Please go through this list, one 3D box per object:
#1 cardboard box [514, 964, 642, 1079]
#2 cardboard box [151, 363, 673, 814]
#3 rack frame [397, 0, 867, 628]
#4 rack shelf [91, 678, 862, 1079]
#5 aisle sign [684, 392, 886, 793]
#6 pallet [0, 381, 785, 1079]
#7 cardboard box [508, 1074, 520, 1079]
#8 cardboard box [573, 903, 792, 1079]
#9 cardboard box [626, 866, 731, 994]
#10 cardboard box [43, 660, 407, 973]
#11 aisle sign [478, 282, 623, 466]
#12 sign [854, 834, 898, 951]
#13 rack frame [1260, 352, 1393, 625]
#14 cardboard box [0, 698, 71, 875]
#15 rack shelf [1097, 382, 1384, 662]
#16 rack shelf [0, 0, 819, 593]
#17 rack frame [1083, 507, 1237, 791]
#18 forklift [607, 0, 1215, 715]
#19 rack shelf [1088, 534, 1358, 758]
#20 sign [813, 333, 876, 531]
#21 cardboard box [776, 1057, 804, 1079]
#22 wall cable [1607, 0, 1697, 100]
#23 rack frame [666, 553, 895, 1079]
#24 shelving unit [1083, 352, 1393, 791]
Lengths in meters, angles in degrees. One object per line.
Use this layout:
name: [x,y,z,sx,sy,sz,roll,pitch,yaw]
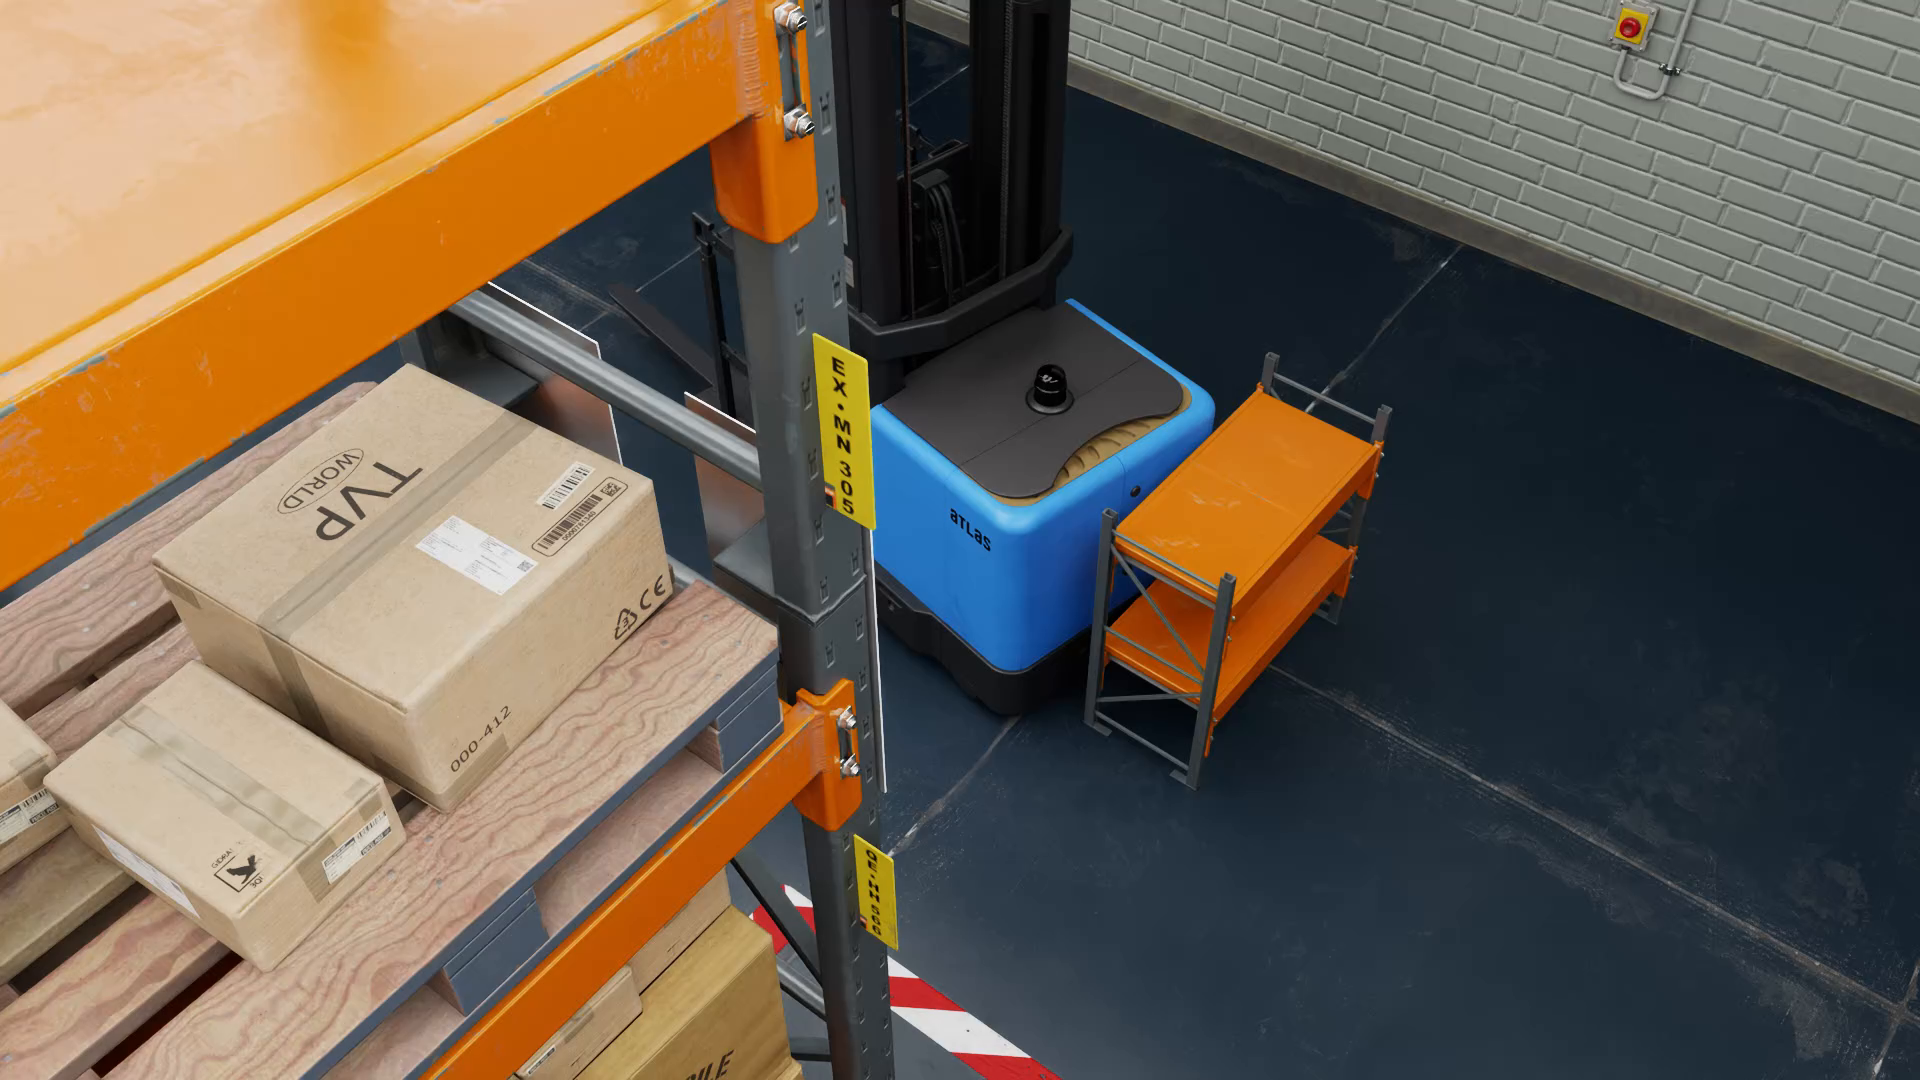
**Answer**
cardboard box: [-0.782,0.765,2.901,0.380,0.149,0.250,30,53,26]
cardboard box: [-0.789,0.052,2.460,0.500,0.250,0.500,25,51,22]
rack frame: [-0.585,-1.153,1.793,1.000,3.000,0.127,29,53,25]
rack shelf: [-1.808,1.276,2.045,1.077,0.370,4.000,29,53,25]
aisle sign: [-0.296,0.117,2.931,0.394,0.787,0.004,29,53,25]
pallet: [-1.030,0.342,2.500,1.003,0.211,1.213,29,53,25]
cardboard box: [-0.873,0.950,2.724,0.380,0.149,0.250,29,53,25]
cardboard box: [-0.691,0.920,3.201,0.500,0.500,0.500,31,54,26]
cardboard box: [-0.646,0.609,3.050,0.380,0.149,0.250,30,53,25]
cardboard box: [-0.982,0.362,2.234,0.380,0.149,0.250,25,51,22]
aisle sign: [-0.771,-0.149,3.184,0.394,0.787,0.004,29,53,25]
sign: [-0.164,0.685,3.221,0.100,0.325,0.005,29,53,25]
rack frame: [1.305,-0.172,6.301,0.500,1.125,0.032,30,53,26]
cardboard box: [-1.432,0.311,2.283,0.380,0.149,0.250,31,54,26]
rack shelf: [0.987,-0.087,5.815,0.538,0.278,1.000,30,53,26]
rack shelf: [-1.808,0.378,1.105,1.077,0.370,4.000,29,53,25]
rack frame: [0.670,0.402,5.753,0.500,1.125,0.032,30,53,26]
forklift: [-0.408,-1.358,6.185,1.130,2.935,3.031,-32,54,-27]
rack shelf: [0.987,0.284,6.204,0.538,0.278,1.000,30,53,26]
sign: [-0.164,-0.148,2.350,0.100,0.325,0.005,29,53,25]
cardboard box: [-0.671,1.277,3.551,0.500,0.500,0.500,29,53,25]
wall cable: [2.844,-2.680,6.676,0.585,1.953,0.123,29,53,25]
rack frame: [-0.585,0.919,3.963,1.000,3.000,0.127,29,53,25]
shelving unit: [0.987,0.115,6.027,0.538,1.125,1.048,30,53,26]
